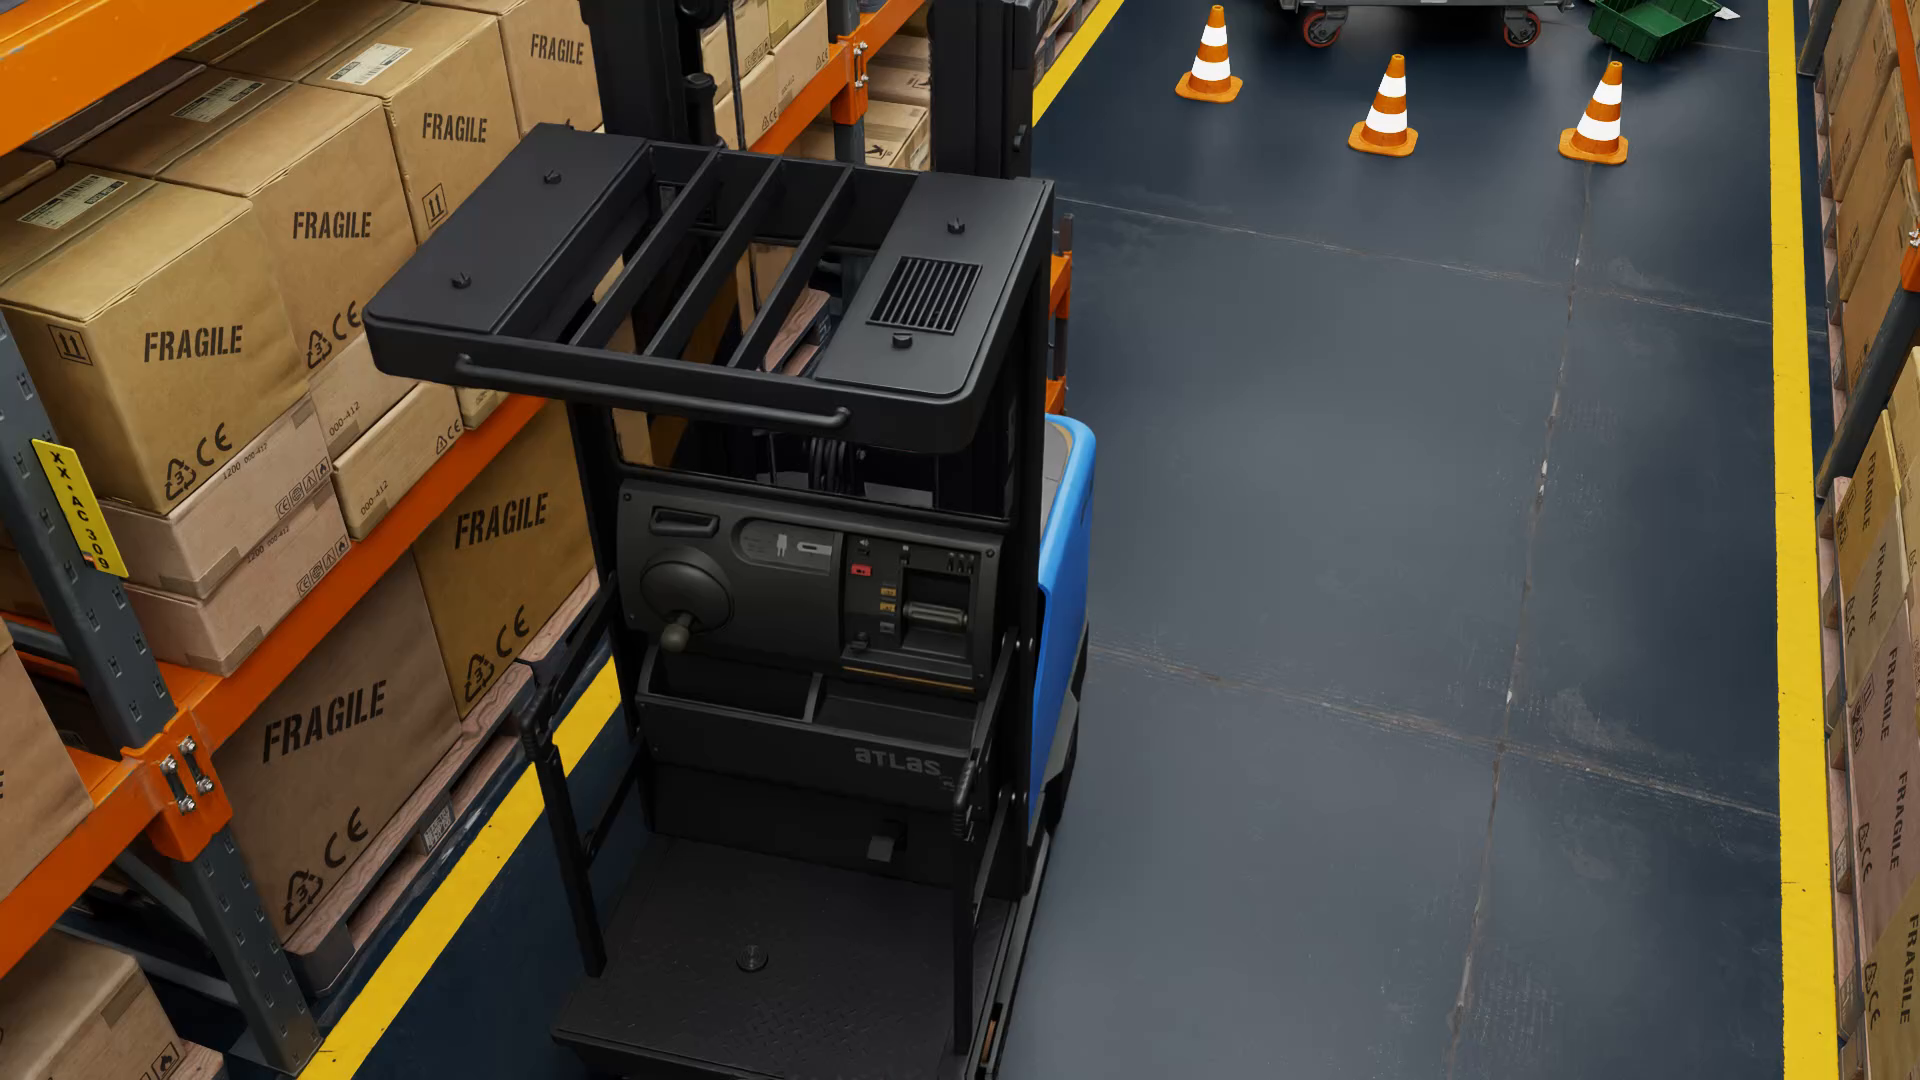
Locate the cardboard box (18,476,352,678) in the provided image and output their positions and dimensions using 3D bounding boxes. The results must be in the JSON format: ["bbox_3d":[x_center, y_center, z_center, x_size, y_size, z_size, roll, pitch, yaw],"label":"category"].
[{"bbox_3d":[-1.856,0.026,4.024,0.500,0.250,0.500,12,42,14],"label":"cardboard box"}]

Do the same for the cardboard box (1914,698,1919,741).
[{"bbox_3d":[2.805,0.575,4.289,0.500,0.250,0.500,12,42,13],"label":"cardboard box"}]

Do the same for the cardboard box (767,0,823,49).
[{"bbox_3d":[-0.814,-2.042,6.063,0.500,0.250,0.500,13,42,15],"label":"cardboard box"}]

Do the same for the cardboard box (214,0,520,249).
[{"bbox_3d":[-1.512,-1.066,4.341,0.500,0.500,0.500,12,42,14],"label":"cardboard box"}]

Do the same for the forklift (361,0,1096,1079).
[{"bbox_3d":[-0.413,0.194,3.765,1.130,2.935,3.031,9,41,10],"label":"forklift"}]

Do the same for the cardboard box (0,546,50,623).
[{"bbox_3d":[-2.338,-0.094,4.164,0.500,0.250,0.500,12,42,14],"label":"cardboard box"}]

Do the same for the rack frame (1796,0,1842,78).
[{"bbox_3d":[5.167,-3.664,8.233,1.000,3.000,0.127,13,42,15],"label":"rack frame"}]

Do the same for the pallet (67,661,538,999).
[{"bbox_3d":[-2.061,0.752,5.206,1.003,0.211,1.213,13,42,15],"label":"pallet"}]

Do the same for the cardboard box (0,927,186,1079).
[{"bbox_3d":[-2.570,1.353,4.004,0.875,0.438,0.875,13,42,14],"label":"cardboard box"}]

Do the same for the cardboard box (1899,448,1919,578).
[{"bbox_3d":[3.163,-0.042,5.013,0.500,0.250,0.500,13,42,15],"label":"cardboard box"}]

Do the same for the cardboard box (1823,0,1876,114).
[{"bbox_3d":[5.040,-2.569,8.360,1.050,0.750,0.750,13,42,15],"label":"cardboard box"}]

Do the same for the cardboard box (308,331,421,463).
[{"bbox_3d":[-1.687,-0.484,4.237,0.500,0.250,0.500,14,42,16],"label":"cardboard box"}]

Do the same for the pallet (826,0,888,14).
[{"bbox_3d":[-0.743,-2.646,7.188,1.213,0.211,1.003,13,42,15],"label":"pallet"}]

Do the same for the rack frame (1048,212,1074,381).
[{"bbox_3d":[0.160,-0.762,6.277,0.500,1.125,0.032,12,42,14],"label":"rack frame"}]

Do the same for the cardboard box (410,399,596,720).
[{"bbox_3d":[-1.816,-0.121,5.395,0.875,0.875,0.875,14,43,16],"label":"cardboard box"}]

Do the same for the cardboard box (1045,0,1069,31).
[{"bbox_3d":[0.062,-3.101,9.275,0.950,0.372,0.625,16,43,18],"label":"cardboard box"}]

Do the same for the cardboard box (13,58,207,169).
[{"bbox_3d":[-2.168,-0.885,4.129,0.500,0.500,0.500,14,42,16],"label":"cardboard box"}]

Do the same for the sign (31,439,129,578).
[{"bbox_3d":[-1.732,-0.058,3.279,0.100,0.325,0.005,13,42,15],"label":"sign"}]

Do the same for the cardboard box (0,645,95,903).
[{"bbox_3d":[-2.173,0.480,3.299,0.500,0.500,0.500,14,42,15],"label":"cardboard box"}]

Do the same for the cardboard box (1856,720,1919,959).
[{"bbox_3d":[2.803,0.875,4.516,0.500,0.500,0.500,12,42,14],"label":"cardboard box"}]

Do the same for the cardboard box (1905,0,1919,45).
[{"bbox_3d":[4.044,-2.205,6.446,0.500,0.500,0.500,13,42,14],"label":"cardboard box"}]

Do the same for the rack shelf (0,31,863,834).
[{"bbox_3d":[-1.571,-0.767,5.393,1.077,0.370,4.000,13,42,15],"label":"rack shelf"}]

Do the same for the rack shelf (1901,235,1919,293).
[{"bbox_3d":[3.116,0.270,4.177,1.077,0.370,4.000,13,42,15],"label":"rack shelf"}]

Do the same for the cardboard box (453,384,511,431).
[{"bbox_3d":[-1.490,-0.599,4.756,0.500,0.250,0.500,13,42,15],"label":"cardboard box"}]

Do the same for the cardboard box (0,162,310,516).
[{"bbox_3d":[-1.834,-0.444,3.612,0.500,0.500,0.500,14,42,16],"label":"cardboard box"}]

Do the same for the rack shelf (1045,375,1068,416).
[{"bbox_3d":[-0.002,-0.264,6.069,0.538,0.278,1.000,12,42,14],"label":"rack shelf"}]

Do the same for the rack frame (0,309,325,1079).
[{"bbox_3d":[-2.255,0.179,3.729,1.000,3.000,0.127,13,42,15],"label":"rack frame"}]

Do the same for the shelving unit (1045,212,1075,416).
[{"bbox_3d":[-0.002,-0.450,5.910,0.538,1.125,1.048,12,42,14],"label":"shelving unit"}]

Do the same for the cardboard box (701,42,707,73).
[{"bbox_3d":[-1.141,-1.412,5.324,0.500,0.250,0.500,12,42,14],"label":"cardboard box"}]

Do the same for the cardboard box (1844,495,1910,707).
[{"bbox_3d":[3.149,0.250,5.249,0.500,0.500,0.500,14,42,16],"label":"cardboard box"}]

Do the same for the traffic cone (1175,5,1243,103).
[{"bbox_3d":[1.373,-2.668,9.021,0.336,0.463,0.334,13,42,15],"label":"traffic cone"}]

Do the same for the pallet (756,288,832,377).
[{"bbox_3d":[-1.227,-0.736,6.950,1.003,0.211,1.213,13,42,15],"label":"pallet"}]

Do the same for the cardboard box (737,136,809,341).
[{"bbox_3d":[-1.201,-1.210,6.670,0.875,0.875,0.875,13,42,15],"label":"cardboard box"}]

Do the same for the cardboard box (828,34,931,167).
[{"bbox_3d":[-0.439,-2.215,8.236,0.950,0.372,0.625,13,42,14],"label":"cardboard box"}]

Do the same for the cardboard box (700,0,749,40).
[{"bbox_3d":[-0.985,-1.991,5.425,0.500,0.500,0.500,14,42,16],"label":"cardboard box"}]

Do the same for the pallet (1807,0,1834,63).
[{"bbox_3d":[5.501,-3.049,9.661,1.003,0.211,1.213,13,42,15],"label":"pallet"}]

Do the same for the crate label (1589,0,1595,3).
[{"bbox_3d":[3.890,-3.338,10.057,0.298,0.136,0.250,-13,42,-15],"label":"crate label"}]

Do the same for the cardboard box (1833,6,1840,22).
[{"bbox_3d":[5.448,-3.383,9.218,0.875,0.875,0.875,14,42,16],"label":"cardboard box"}]

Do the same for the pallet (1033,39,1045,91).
[{"bbox_3d":[-0.199,-2.418,8.921,1.003,0.211,1.213,13,42,15],"label":"pallet"}]

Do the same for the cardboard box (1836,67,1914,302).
[{"bbox_3d":[4.388,-1.413,7.005,1.050,0.750,0.750,14,42,16],"label":"cardboard box"}]

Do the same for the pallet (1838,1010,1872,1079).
[{"bbox_3d":[2.697,1.801,3.976,1.003,0.211,1.213,13,42,15],"label":"pallet"}]

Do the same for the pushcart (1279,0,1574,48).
[{"bbox_3d":[2.641,-3.227,9.742,1.648,0.377,0.936,0,40,0],"label":"pushcart"}]

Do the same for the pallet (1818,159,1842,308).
[{"bbox_3d":[4.559,-1.369,7.692,1.003,0.211,1.213,13,42,15],"label":"pallet"}]

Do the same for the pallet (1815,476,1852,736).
[{"bbox_3d":[3.531,0.313,5.720,1.003,0.211,1.213,13,42,15],"label":"pallet"}]

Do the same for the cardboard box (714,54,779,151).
[{"bbox_3d":[-0.976,-1.523,5.839,0.500,0.250,0.500,14,42,16],"label":"cardboard box"}]
